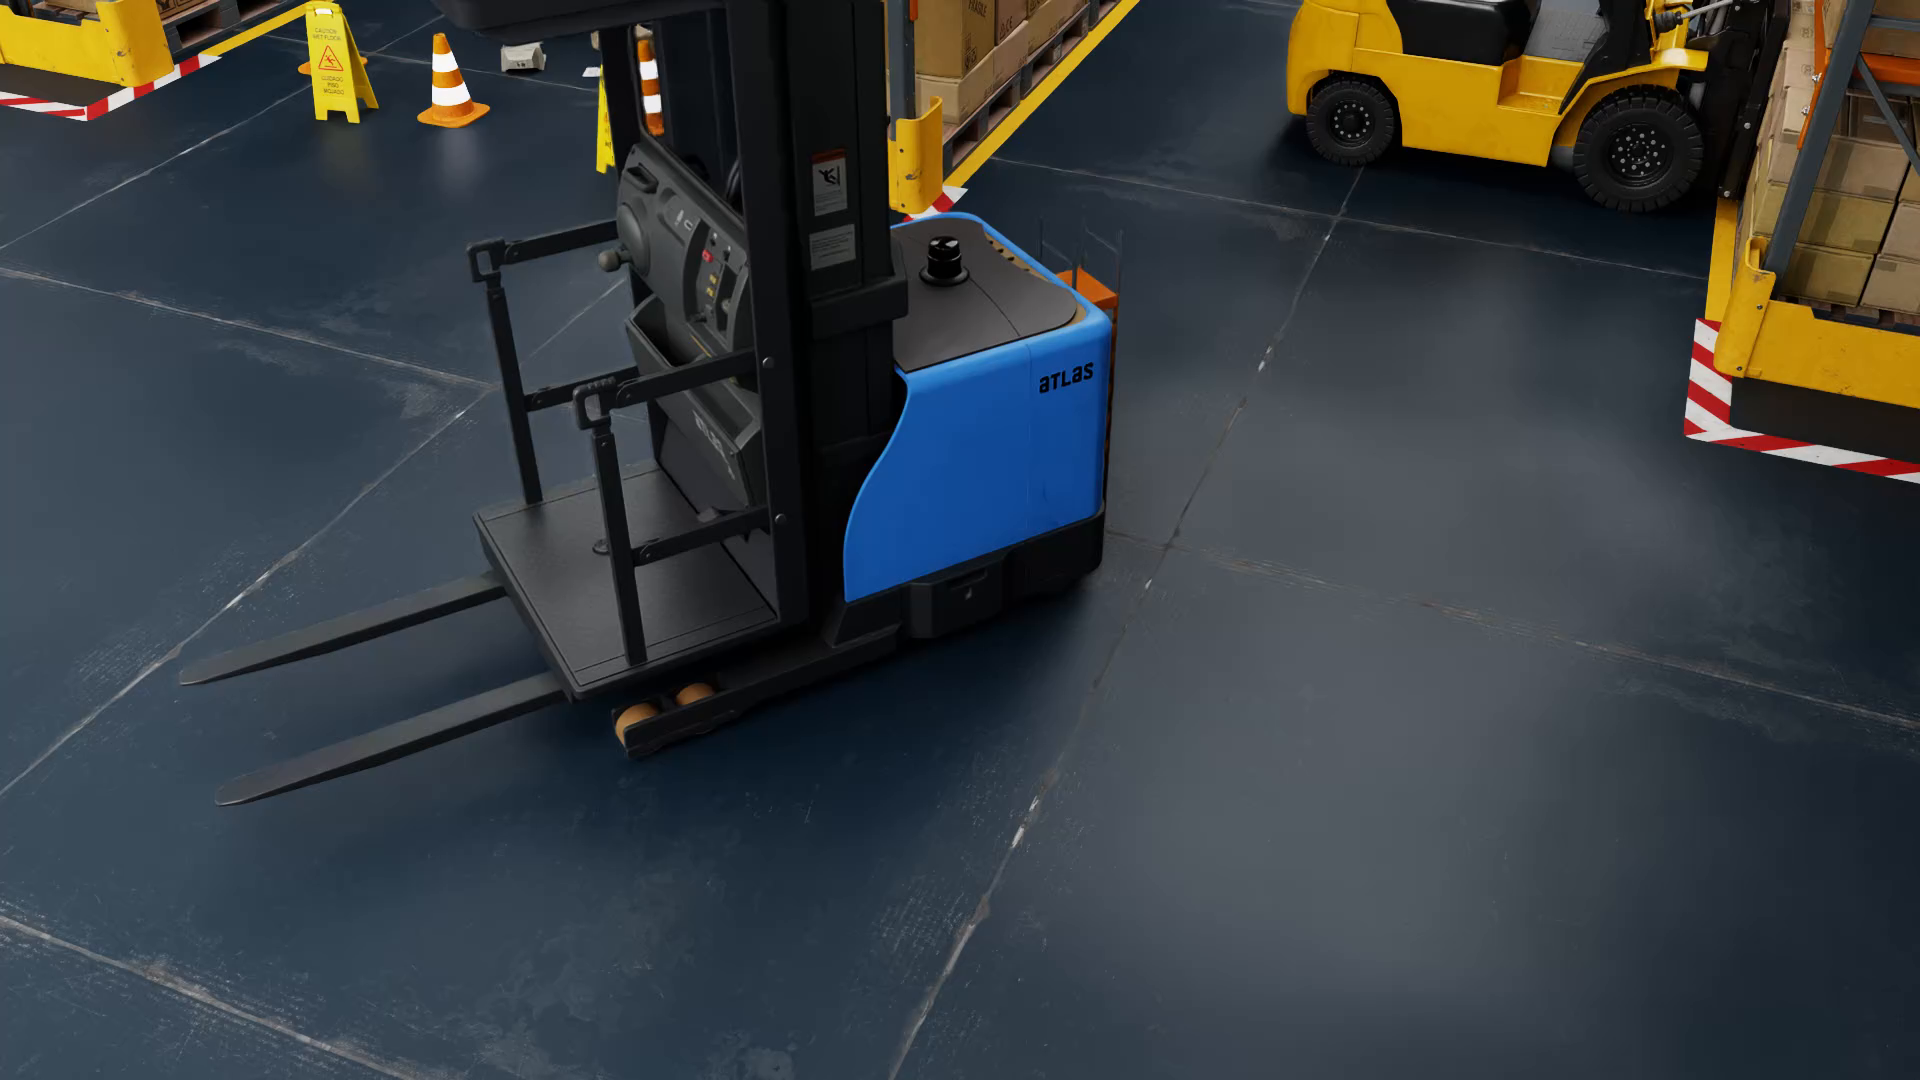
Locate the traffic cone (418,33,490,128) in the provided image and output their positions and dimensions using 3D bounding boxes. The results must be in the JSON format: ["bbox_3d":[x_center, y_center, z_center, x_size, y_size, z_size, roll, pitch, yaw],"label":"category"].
[{"bbox_3d":[-2.890,-2.616,9.363,0.336,0.463,0.334,14,39,18],"label":"traffic cone"}]

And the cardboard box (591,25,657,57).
[{"bbox_3d":[-2.074,-3.079,10.245,0.250,0.149,0.380,-25,43,-29],"label":"cardboard box"}]

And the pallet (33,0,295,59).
[{"bbox_3d":[-5.089,-3.451,10.690,1.003,0.211,1.213,14,39,18],"label":"pallet"}]

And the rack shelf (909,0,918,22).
[{"bbox_3d":[0.056,-3.855,9.502,1.077,0.370,4.000,14,39,18],"label":"rack shelf"}]

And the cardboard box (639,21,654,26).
[{"bbox_3d":[-2.378,-3.585,10.626,0.797,0.503,0.637,-11,38,-14],"label":"cardboard box"}]

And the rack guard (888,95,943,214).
[{"bbox_3d":[-0.676,-2.076,8.610,1.175,0.500,0.348,14,39,18],"label":"rack guard"}]

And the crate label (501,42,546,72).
[{"bbox_3d":[-2.648,-2.935,10.062,0.250,0.136,0.298,-5,37,-6],"label":"crate label"}]

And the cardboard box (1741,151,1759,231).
[{"bbox_3d":[3.972,-1.579,7.803,0.500,0.250,0.500,14,39,18],"label":"cardboard box"}]

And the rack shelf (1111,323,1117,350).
[{"bbox_3d":[0.413,-0.756,5.932,0.180,0.103,0.258,-19,41,-24],"label":"rack shelf"}]

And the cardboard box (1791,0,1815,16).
[{"bbox_3d":[4.345,-2.545,8.260,0.500,0.250,0.500,13,39,17],"label":"cardboard box"}]

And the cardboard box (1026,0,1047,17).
[{"bbox_3d":[0.260,-3.366,9.567,0.500,0.500,0.500,15,39,19],"label":"cardboard box"}]

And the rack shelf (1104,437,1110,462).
[{"bbox_3d":[0.413,-0.371,6.220,0.180,0.103,0.258,-19,41,-24],"label":"rack shelf"}]

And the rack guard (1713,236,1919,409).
[{"bbox_3d":[3.878,-0.892,7.026,1.175,0.500,0.348,14,39,18],"label":"rack guard"}]

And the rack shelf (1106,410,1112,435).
[{"bbox_3d":[0.413,-0.468,6.148,0.180,0.103,0.258,-19,41,-24],"label":"rack shelf"}]

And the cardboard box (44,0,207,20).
[{"bbox_3d":[-5.124,-3.815,10.272,0.875,0.875,0.875,14,39,18],"label":"cardboard box"}]

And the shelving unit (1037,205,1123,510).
[{"bbox_3d":[0.413,-0.599,6.050,0.189,1.200,0.258,-19,41,-24],"label":"shelving unit"}]

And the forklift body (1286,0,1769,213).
[{"bbox_3d":[2.921,-3.032,8.510,2.313,2.155,1.214,14,39,18],"label":"forklift body"}]

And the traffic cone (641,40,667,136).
[{"bbox_3d":[-1.734,-2.551,9.277,0.336,0.463,0.334,14,39,18],"label":"traffic cone"}]

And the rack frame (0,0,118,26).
[{"bbox_3d":[-5.321,-4.107,9.239,1.000,3.000,0.127,14,39,18],"label":"rack frame"}]

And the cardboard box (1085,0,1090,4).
[{"bbox_3d":[0.647,-3.631,10.549,0.500,0.250,0.500,13,39,17],"label":"cardboard box"}]

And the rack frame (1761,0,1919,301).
[{"bbox_3d":[3.887,-1.907,6.296,1.000,3.000,0.127,14,39,18],"label":"rack frame"}]

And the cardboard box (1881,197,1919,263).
[{"bbox_3d":[4.258,-1.387,7.128,0.500,0.250,0.500,15,39,19],"label":"cardboard box"}]

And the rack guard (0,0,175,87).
[{"bbox_3d":[-5.330,-3.093,9.970,1.175,0.500,0.348,14,39,18],"label":"rack guard"}]

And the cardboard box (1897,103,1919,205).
[{"bbox_3d":[4.245,-1.597,6.992,0.500,0.250,0.500,13,39,17],"label":"cardboard box"}]

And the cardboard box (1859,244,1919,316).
[{"bbox_3d":[4.255,-1.201,7.297,0.500,0.250,0.500,14,39,18],"label":"cardboard box"}]

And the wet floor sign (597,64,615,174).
[{"bbox_3d":[-1.767,-2.231,8.696,0.267,0.644,0.232,29,45,33],"label":"wet floor sign"}]

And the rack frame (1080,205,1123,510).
[{"bbox_3d":[0.493,-0.627,6.086,0.006,1.200,0.240,-19,41,-24],"label":"rack frame"}]

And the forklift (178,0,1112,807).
[{"bbox_3d":[-1.019,-0.847,4.935,3.031,2.935,1.130,-19,41,-24],"label":"forklift"}]

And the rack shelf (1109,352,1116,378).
[{"bbox_3d":[0.413,-0.660,6.004,0.180,0.103,0.258,-19,41,-24],"label":"rack shelf"}]

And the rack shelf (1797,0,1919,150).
[{"bbox_3d":[4.648,-2.726,7.992,1.077,0.370,4.000,14,39,18],"label":"rack shelf"}]

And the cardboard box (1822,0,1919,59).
[{"bbox_3d":[3.831,-2.279,6.710,0.500,0.500,0.500,13,39,17],"label":"cardboard box"}]

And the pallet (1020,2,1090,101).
[{"bbox_3d":[0.132,-3.075,10.188,1.003,0.211,1.213,14,39,18],"label":"pallet"}]

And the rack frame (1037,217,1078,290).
[{"bbox_3d":[0.334,-0.572,6.013,0.006,1.200,0.240,-19,41,-24],"label":"rack frame"}]

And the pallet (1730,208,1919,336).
[{"bbox_3d":[4.139,-1.223,7.710,1.003,0.211,1.213,14,39,18],"label":"pallet"}]

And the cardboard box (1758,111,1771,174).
[{"bbox_3d":[3.984,-1.790,7.667,0.500,0.250,0.500,13,39,17],"label":"cardboard box"}]

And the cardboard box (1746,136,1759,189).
[{"bbox_3d":[4.170,-1.854,8.171,0.500,0.250,0.500,14,39,18],"label":"cardboard box"}]

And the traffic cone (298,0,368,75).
[{"bbox_3d":[-3.806,-3.061,9.959,0.336,0.463,0.334,14,39,18],"label":"traffic cone"}]

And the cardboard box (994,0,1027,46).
[{"bbox_3d":[0.061,-3.090,9.198,0.500,0.500,0.500,12,39,16],"label":"cardboard box"}]

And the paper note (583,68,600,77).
[{"bbox_3d":[-2.186,-2.823,10.001,0.148,0.019,0.142,1,37,2],"label":"paper note"}]

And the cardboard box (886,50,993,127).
[{"bbox_3d":[-0.142,-2.486,9.016,0.500,0.250,0.500,14,39,17],"label":"cardboard box"}]

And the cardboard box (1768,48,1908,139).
[{"bbox_3d":[3.963,-1.984,7.510,0.500,0.250,0.500,15,39,19],"label":"cardboard box"}]

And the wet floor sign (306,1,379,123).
[{"bbox_3d":[-3.501,-2.697,9.319,0.267,0.644,0.232,7,37,10],"label":"wet floor sign"}]

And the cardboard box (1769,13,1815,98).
[{"bbox_3d":[4.145,-2.266,7.887,0.500,0.250,0.500,14,39,18],"label":"cardboard box"}]

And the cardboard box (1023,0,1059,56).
[{"bbox_3d":[0.255,-3.072,9.800,0.500,0.250,0.500,16,40,21],"label":"cardboard box"}]

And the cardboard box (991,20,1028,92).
[{"bbox_3d":[0.059,-2.767,9.392,0.500,0.250,0.500,15,39,19],"label":"cardboard box"}]

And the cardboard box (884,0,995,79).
[{"bbox_3d":[-0.134,-2.800,8.810,0.500,0.500,0.500,13,39,16],"label":"cardboard box"}]

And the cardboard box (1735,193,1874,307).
[{"bbox_3d":[3.774,-1.306,7.437,0.500,0.250,0.500,14,39,18],"label":"cardboard box"}]

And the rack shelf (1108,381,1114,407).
[{"bbox_3d":[0.413,-0.564,6.076,0.180,0.103,0.258,-19,41,-24],"label":"rack shelf"}]

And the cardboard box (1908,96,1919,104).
[{"bbox_3d":[4.432,-1.875,7.363,0.500,0.250,0.500,14,39,18],"label":"cardboard box"}]

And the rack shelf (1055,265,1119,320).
[{"bbox_3d":[0.413,-0.852,5.861,0.180,0.103,0.258,-19,41,-24],"label":"rack shelf"}]

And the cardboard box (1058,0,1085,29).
[{"bbox_3d":[0.450,-3.351,10.173,0.500,0.250,0.500,14,39,18],"label":"cardboard box"}]

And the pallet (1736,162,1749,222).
[{"bbox_3d":[4.605,-1.896,8.610,1.003,0.211,1.213,14,39,18],"label":"pallet"}]

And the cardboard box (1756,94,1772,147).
[{"bbox_3d":[4.161,-2.080,8.056,0.500,0.250,0.500,13,39,17],"label":"cardboard box"}]

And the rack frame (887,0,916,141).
[{"bbox_3d":[-0.705,-3.035,7.806,1.000,3.000,0.127,14,39,18],"label":"rack frame"}]

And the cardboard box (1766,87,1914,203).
[{"bbox_3d":[3.774,-1.700,7.130,0.500,0.250,0.500,15,39,19],"label":"cardboard box"}]

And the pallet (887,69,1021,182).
[{"bbox_3d":[-0.334,-2.402,9.288,1.003,0.211,1.213,14,39,18],"label":"pallet"}]

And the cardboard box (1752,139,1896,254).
[{"bbox_3d":[3.783,-1.515,7.299,0.500,0.250,0.500,13,39,17],"label":"cardboard box"}]

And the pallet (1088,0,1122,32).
[{"bbox_3d":[0.594,-3.753,11.095,1.003,0.211,1.213,14,39,18],"label":"pallet"}]
